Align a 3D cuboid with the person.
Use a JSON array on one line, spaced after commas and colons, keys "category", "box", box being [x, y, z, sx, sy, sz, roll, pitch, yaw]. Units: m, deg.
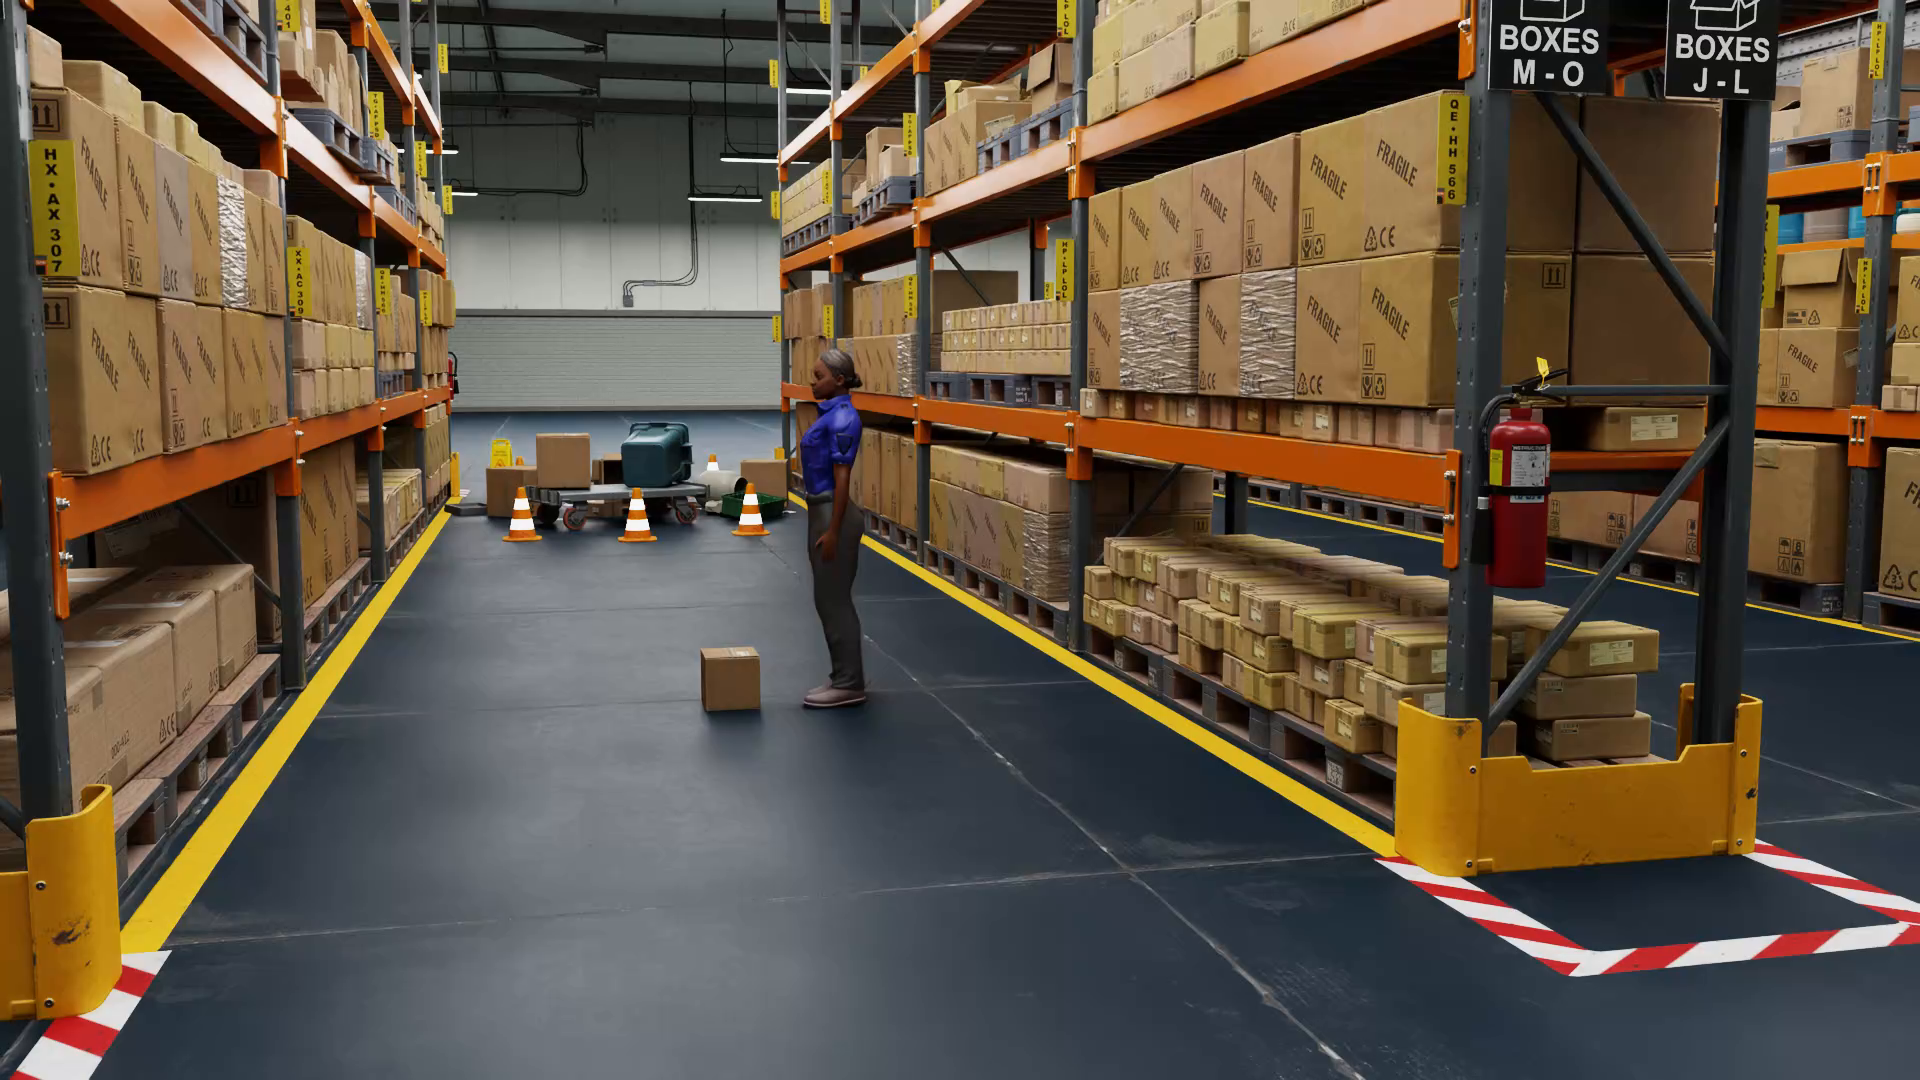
[{"category": "person", "box": [-0.592, -0.044, 7.779, 0.327, 1.691, 0.462, -1, 6, -12]}]
